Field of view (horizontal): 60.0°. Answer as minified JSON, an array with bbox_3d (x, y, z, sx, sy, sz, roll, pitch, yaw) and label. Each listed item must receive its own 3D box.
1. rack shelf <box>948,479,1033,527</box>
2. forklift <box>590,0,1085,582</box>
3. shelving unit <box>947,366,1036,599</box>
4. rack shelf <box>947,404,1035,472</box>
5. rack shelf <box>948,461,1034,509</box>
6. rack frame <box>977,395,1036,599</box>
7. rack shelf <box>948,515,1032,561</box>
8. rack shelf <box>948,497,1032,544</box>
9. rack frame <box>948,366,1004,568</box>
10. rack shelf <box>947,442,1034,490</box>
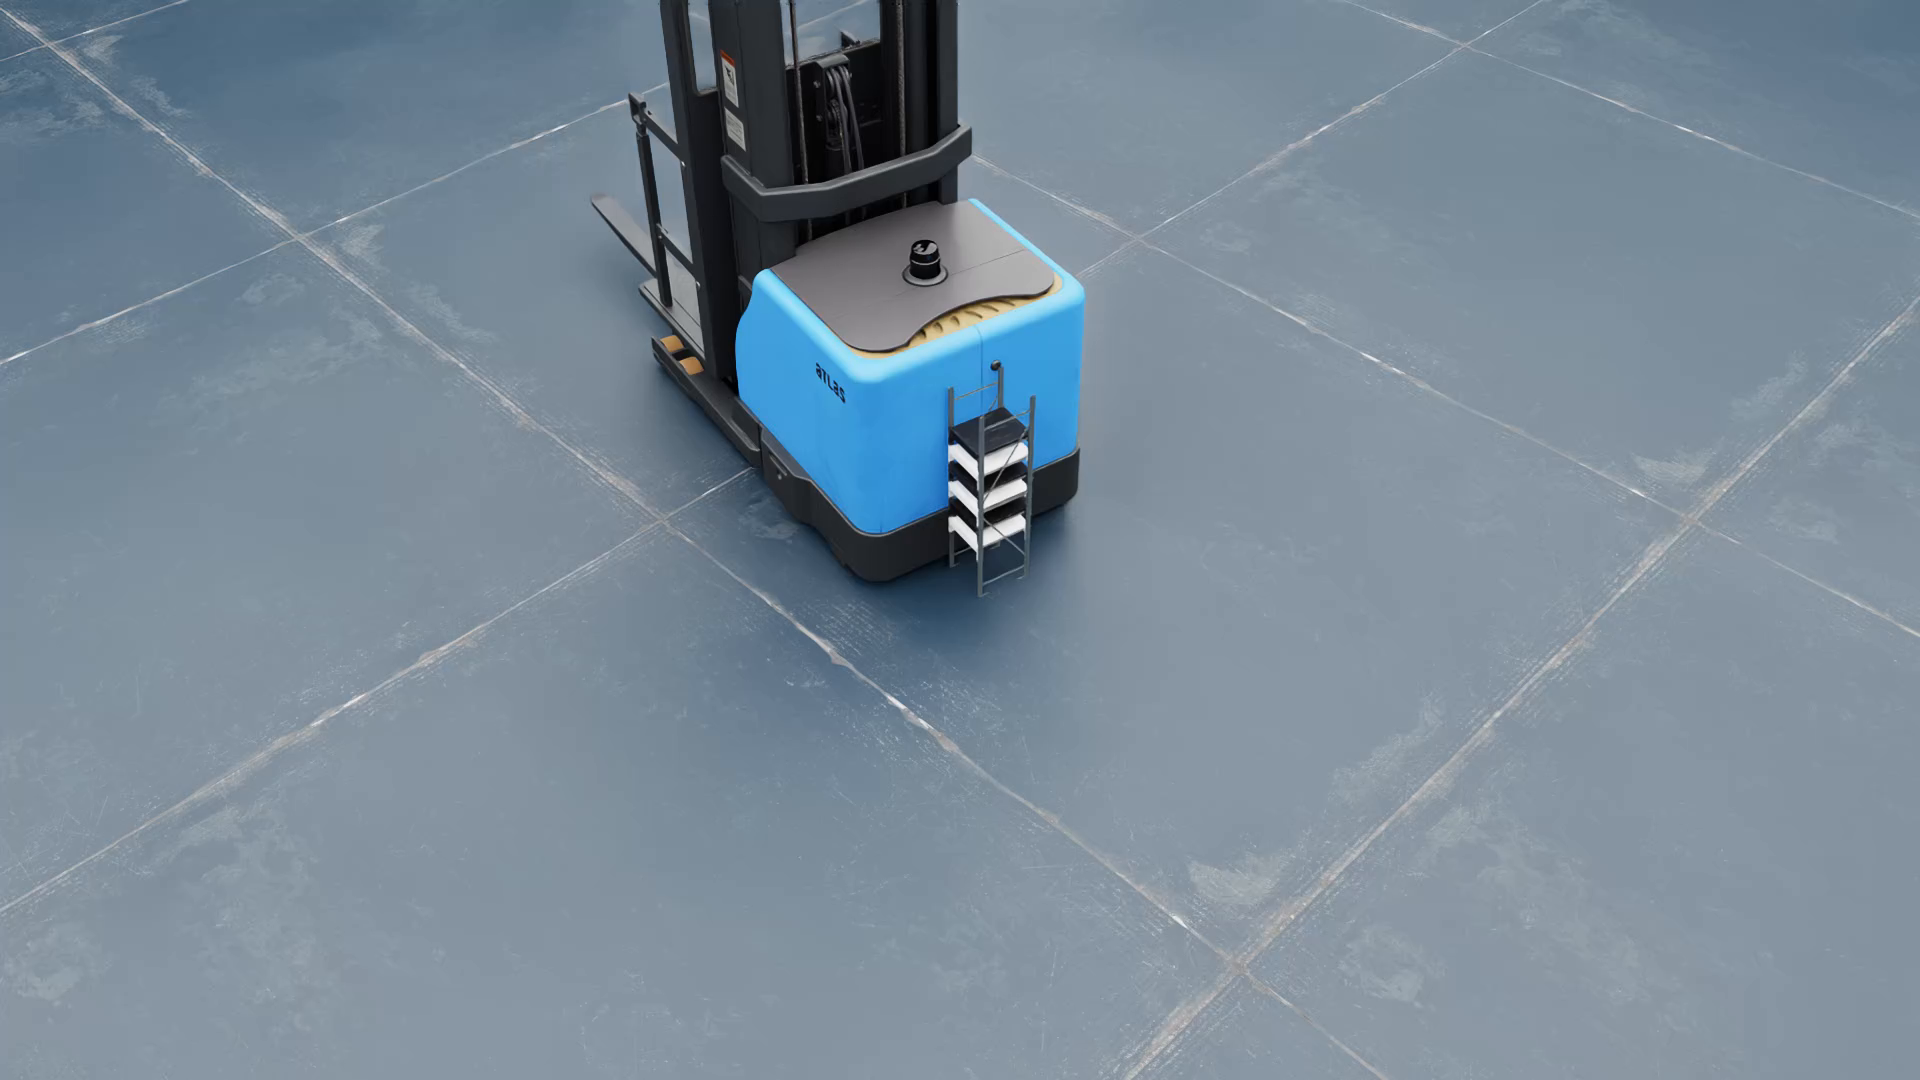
[{"bbox_3d":[0.115,-0.180,6.331,0.258,0.077,0.200,-24,48,-24],"label":"rack shelf"},{"bbox_3d":[-0.737,-1.889,6.634,1.130,2.935,3.031,-24,48,-24],"label":"forklift"},{"bbox_3d":[0.115,-0.205,6.309,0.258,0.900,0.210,-24,48,-24],"label":"shelving unit"},{"bbox_3d":[0.115,-0.379,6.148,0.258,0.077,0.200,-24,48,-24],"label":"rack shelf"},{"bbox_3d":[0.115,-0.246,6.270,0.258,0.077,0.200,-24,48,-24],"label":"rack shelf"},{"bbox_3d":[0.170,-0.147,6.246,0.240,0.900,0.006,-24,48,-24],"label":"rack frame"},{"bbox_3d":[0.115,-0.048,6.453,0.258,0.077,0.200,-24,48,-24],"label":"rack shelf"},{"bbox_3d":[0.115,-0.114,6.392,0.258,0.077,0.200,-24,48,-24],"label":"rack shelf"},{"bbox_3d":[0.060,-0.263,6.371,0.240,0.900,0.006,-24,48,-24],"label":"rack frame"},{"bbox_3d":[0.115,-0.313,6.209,0.258,0.077,0.200,-24,48,-24],"label":"rack shelf"}]
